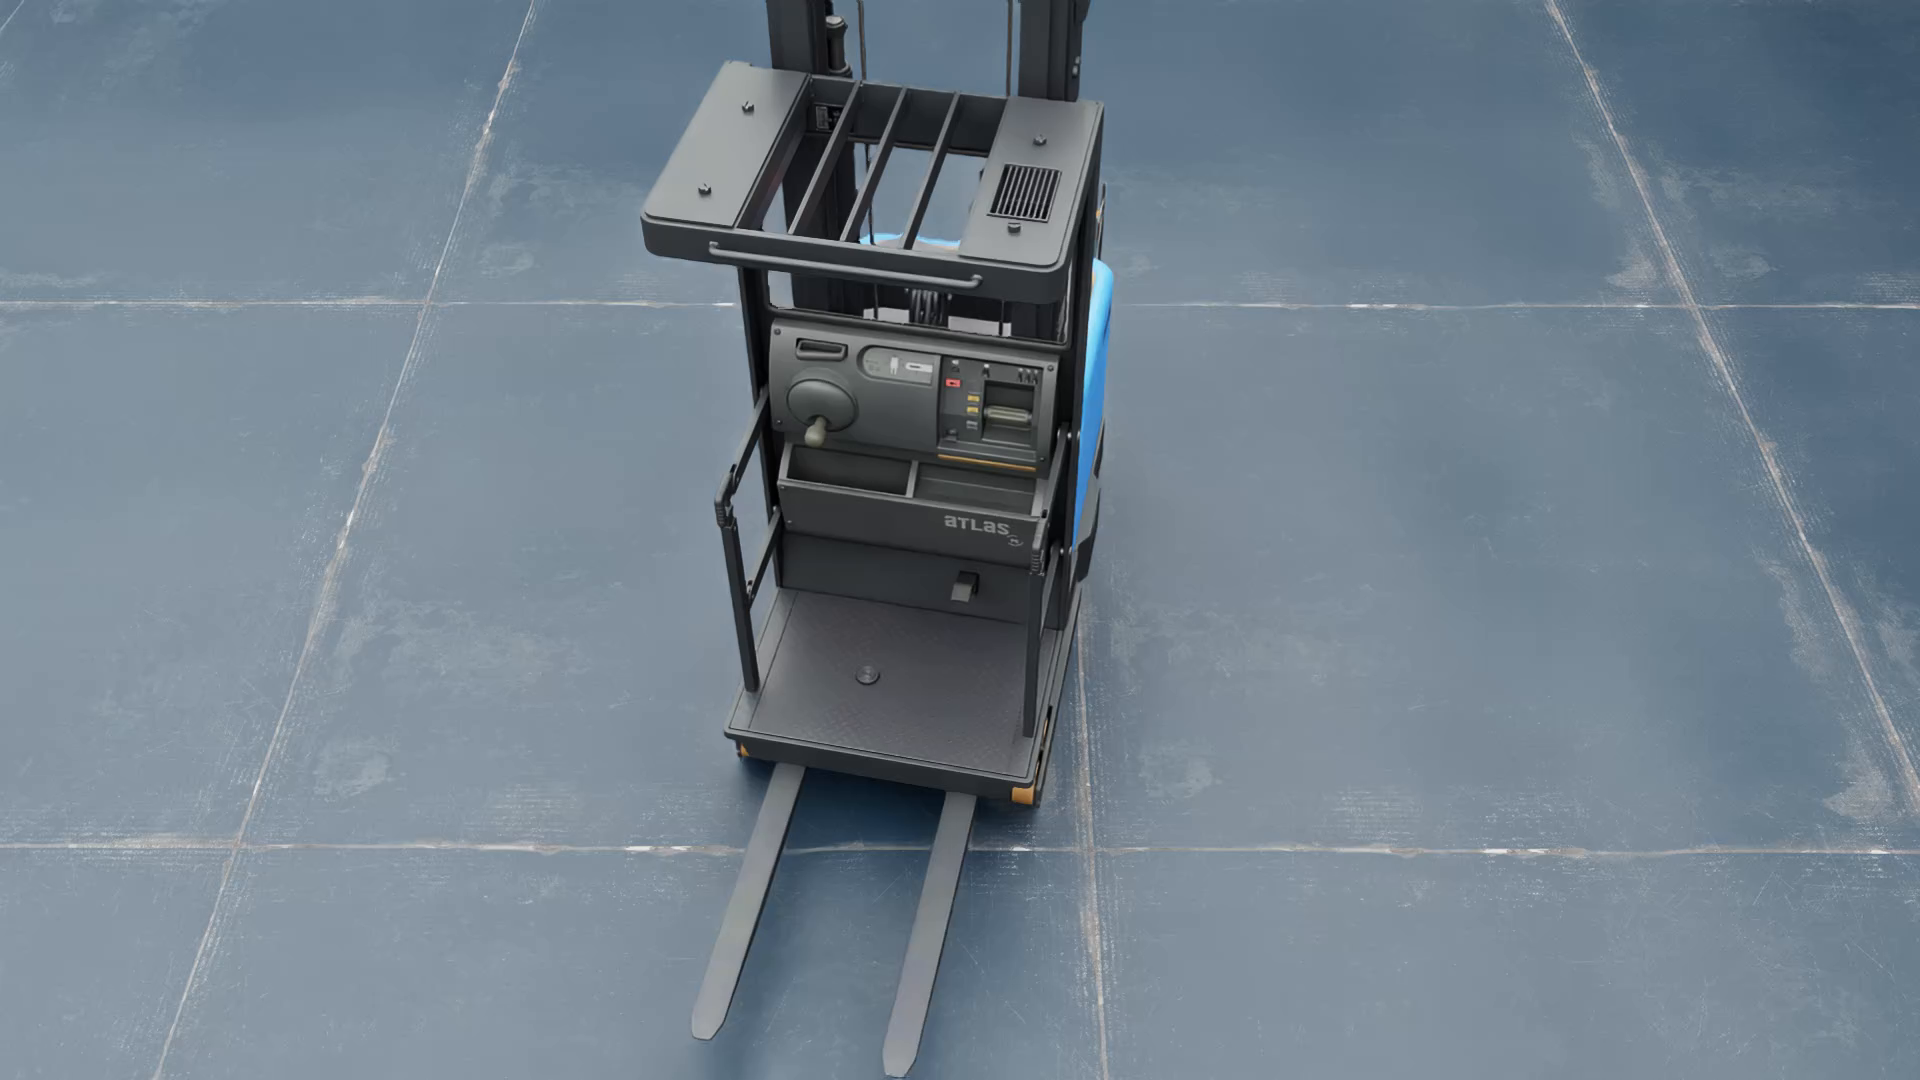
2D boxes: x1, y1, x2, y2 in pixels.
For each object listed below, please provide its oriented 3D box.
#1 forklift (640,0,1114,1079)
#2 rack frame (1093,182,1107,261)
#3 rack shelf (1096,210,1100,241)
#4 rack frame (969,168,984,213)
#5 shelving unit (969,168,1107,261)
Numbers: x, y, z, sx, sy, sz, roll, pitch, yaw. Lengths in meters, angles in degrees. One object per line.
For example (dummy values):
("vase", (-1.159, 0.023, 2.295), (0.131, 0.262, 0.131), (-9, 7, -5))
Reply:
("forklift", (-0.195, -0.358, 5.161), (1.130, 2.935, 3.031), (8, 48, 8))
("rack frame", (0.542, -0.901, 6.849), (0.015, 1.200, 0.240), (8, 47, 8))
("rack shelf", (0.303, -1.205, 6.596), (0.480, 0.148, 0.258), (8, 47, 8))
("rack frame", (0.064, -0.972, 6.915), (0.015, 1.200, 0.240), (8, 47, 8))
("shelving unit", (0.303, -0.937, 6.882), (0.503, 1.200, 0.258), (8, 47, 8))
